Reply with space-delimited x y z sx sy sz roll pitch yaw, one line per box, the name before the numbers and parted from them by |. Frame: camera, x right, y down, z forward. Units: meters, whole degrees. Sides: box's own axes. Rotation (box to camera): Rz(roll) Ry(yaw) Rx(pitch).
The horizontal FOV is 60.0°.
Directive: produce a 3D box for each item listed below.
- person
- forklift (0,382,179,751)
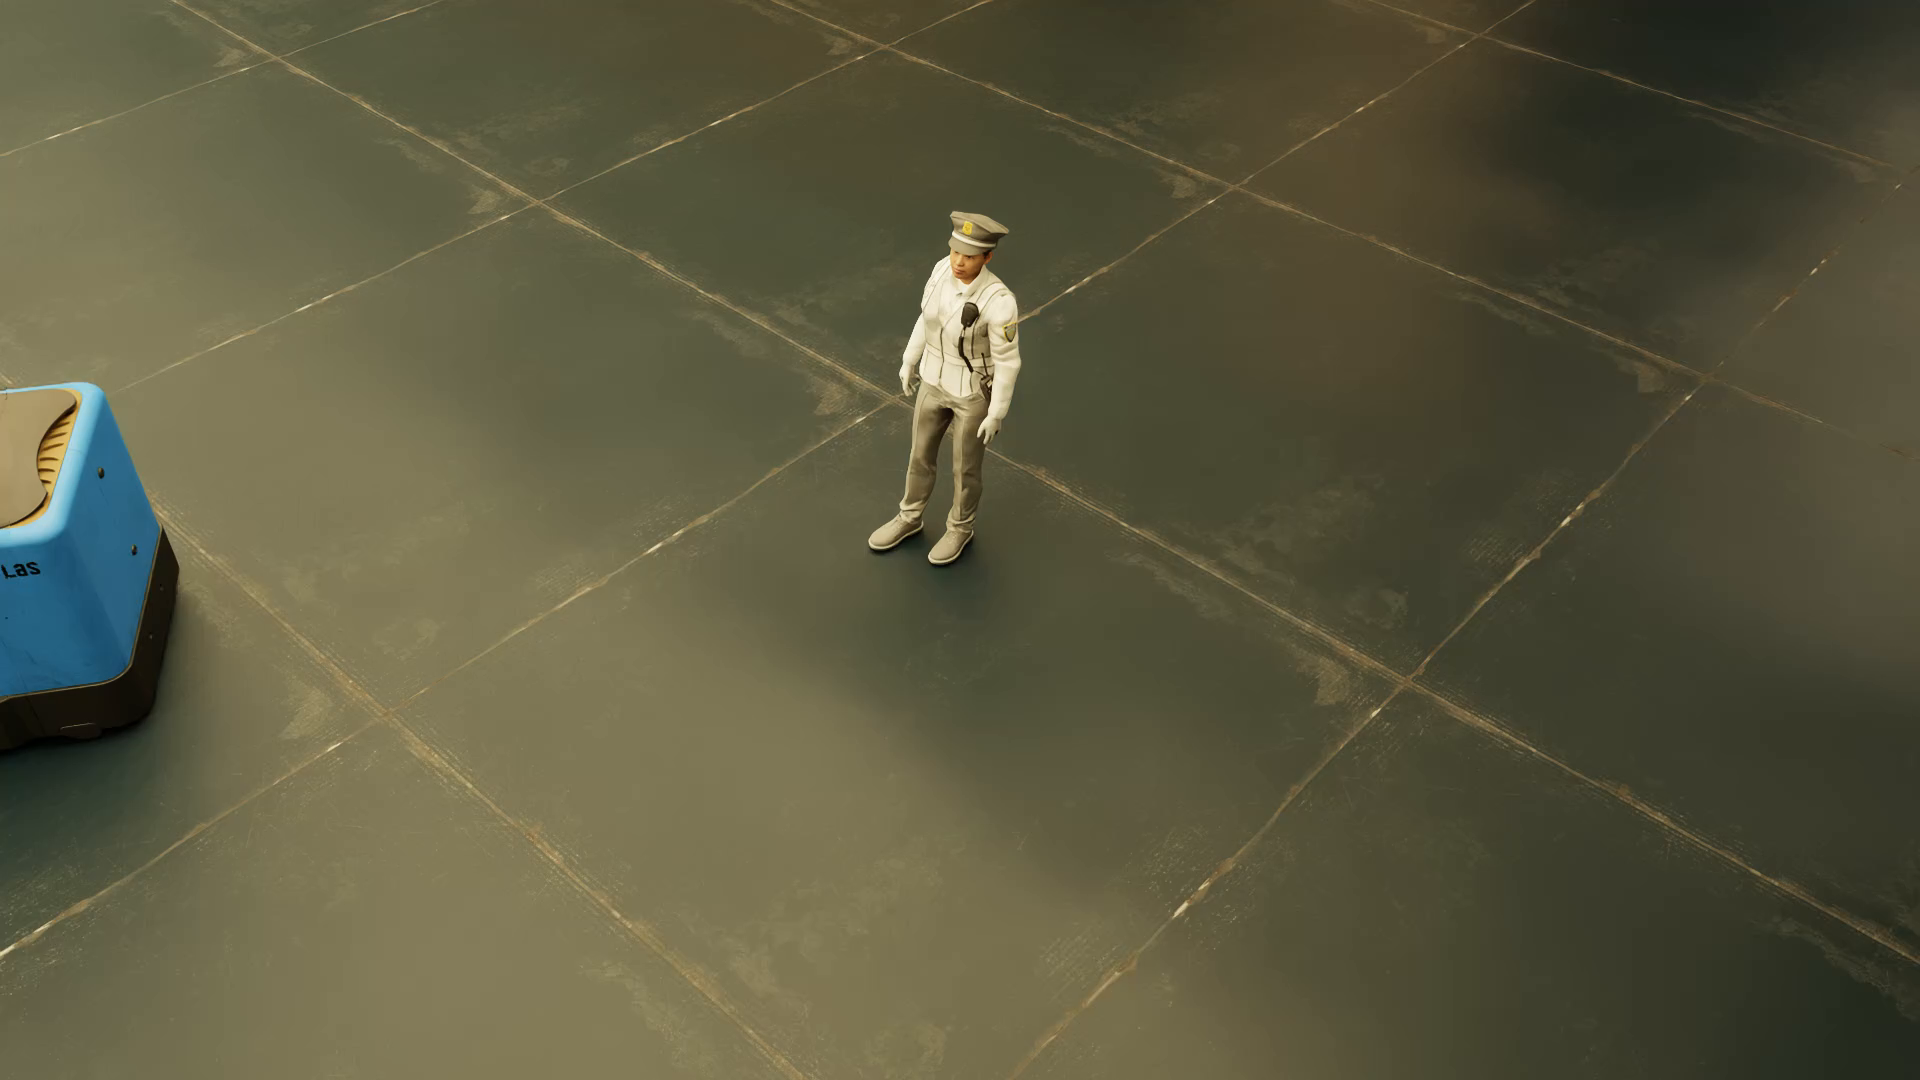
person | -0.051 -0.619 7.088 0.588 1.695 0.531 31 49 31
forklift | -4.870 -0.446 5.948 3.031 2.935 1.130 -8 41 -9
